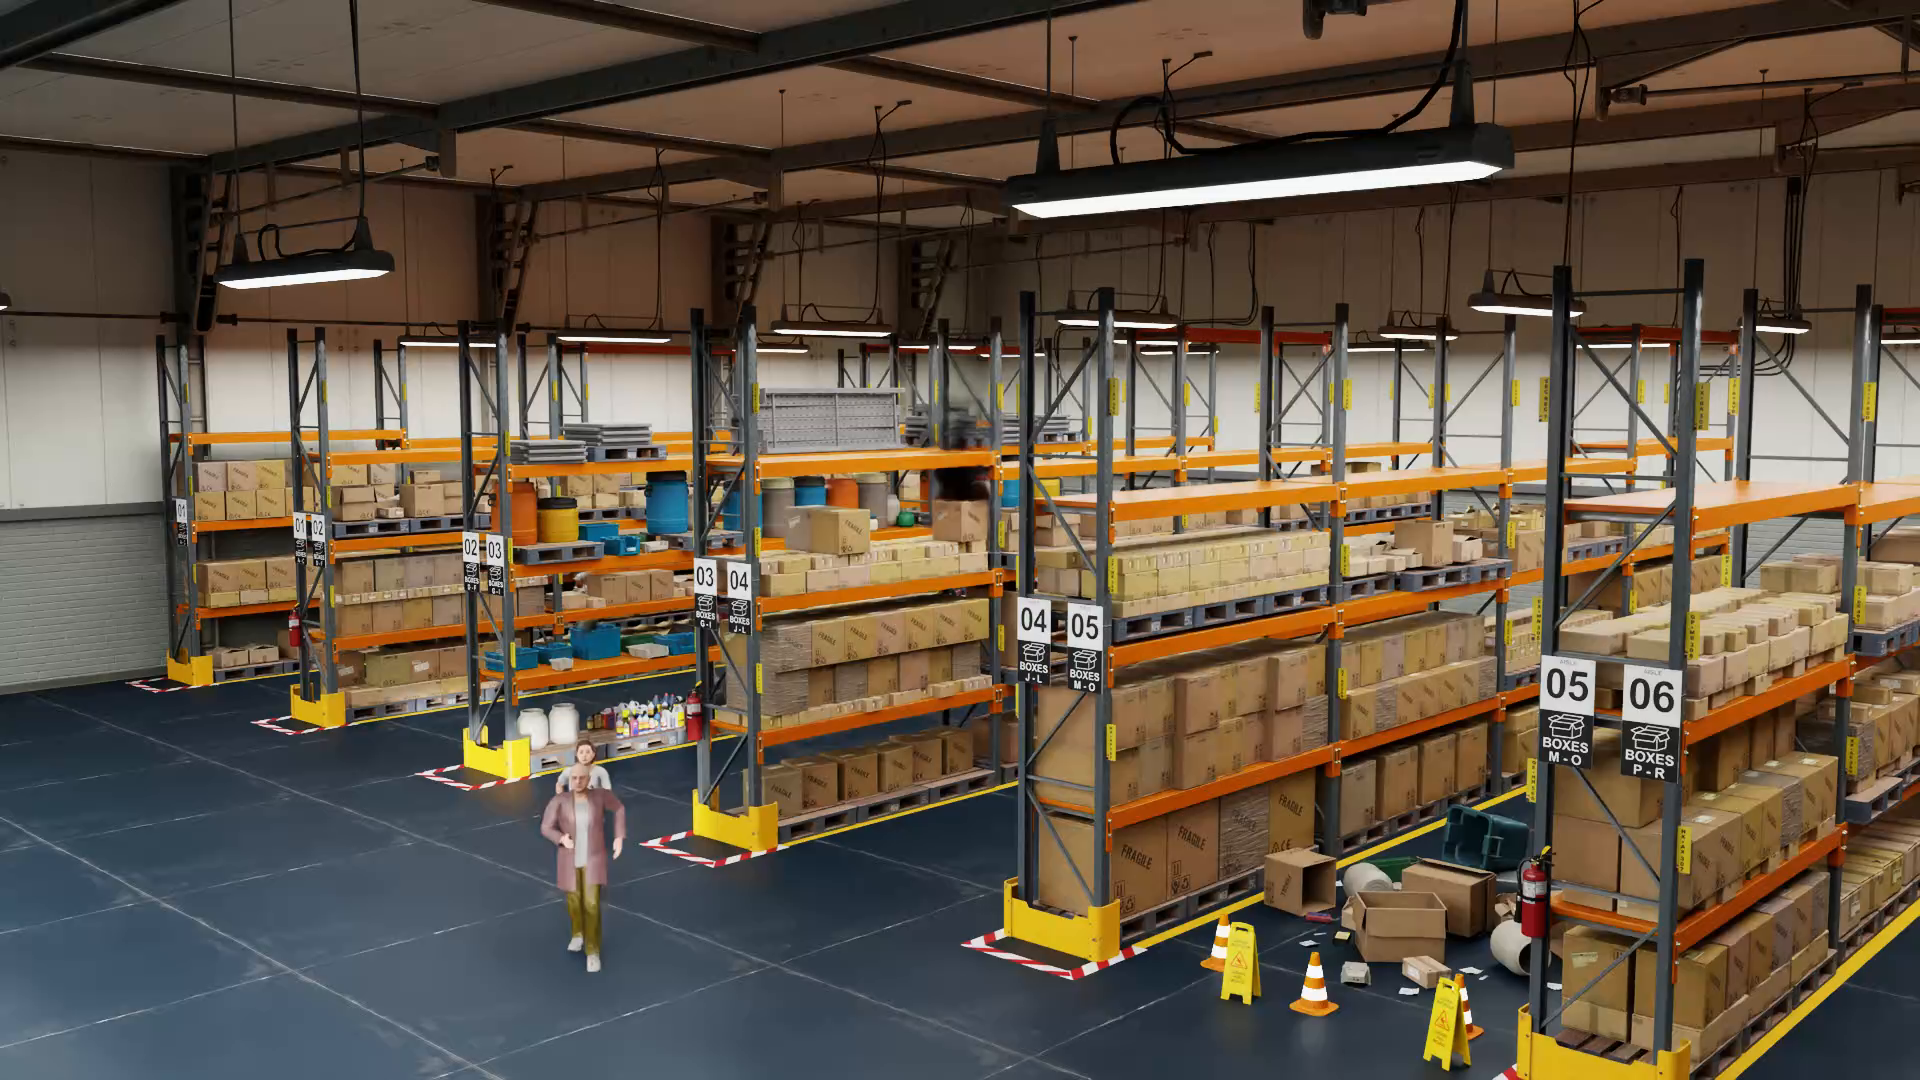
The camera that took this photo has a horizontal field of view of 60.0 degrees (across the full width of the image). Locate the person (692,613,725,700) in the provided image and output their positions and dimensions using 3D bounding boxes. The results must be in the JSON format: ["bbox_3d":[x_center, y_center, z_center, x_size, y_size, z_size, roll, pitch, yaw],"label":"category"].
[{"bbox_3d":[-4.124,1.766,26.859,0.749,1.825,0.635,-5,8,-45],"label":"person"}]

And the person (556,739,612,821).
[{"bbox_3d":[-3.704,2.804,16.391,0.541,1.639,0.672,-1,5,-12],"label":"person"}]

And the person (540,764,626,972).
[{"bbox_3d":[-3.352,2.908,14.833,0.735,1.869,0.836,-1,5,-7],"label":"person"}]

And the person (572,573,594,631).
[{"bbox_3d":[-6.982,1.433,31.034,0.592,1.655,0.886,4,6,34],"label":"person"}]

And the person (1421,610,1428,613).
[{"bbox_3d":[7.105,1.935,25.254,0.703,1.734,0.682,-5,7,-43],"label":"person"}]
